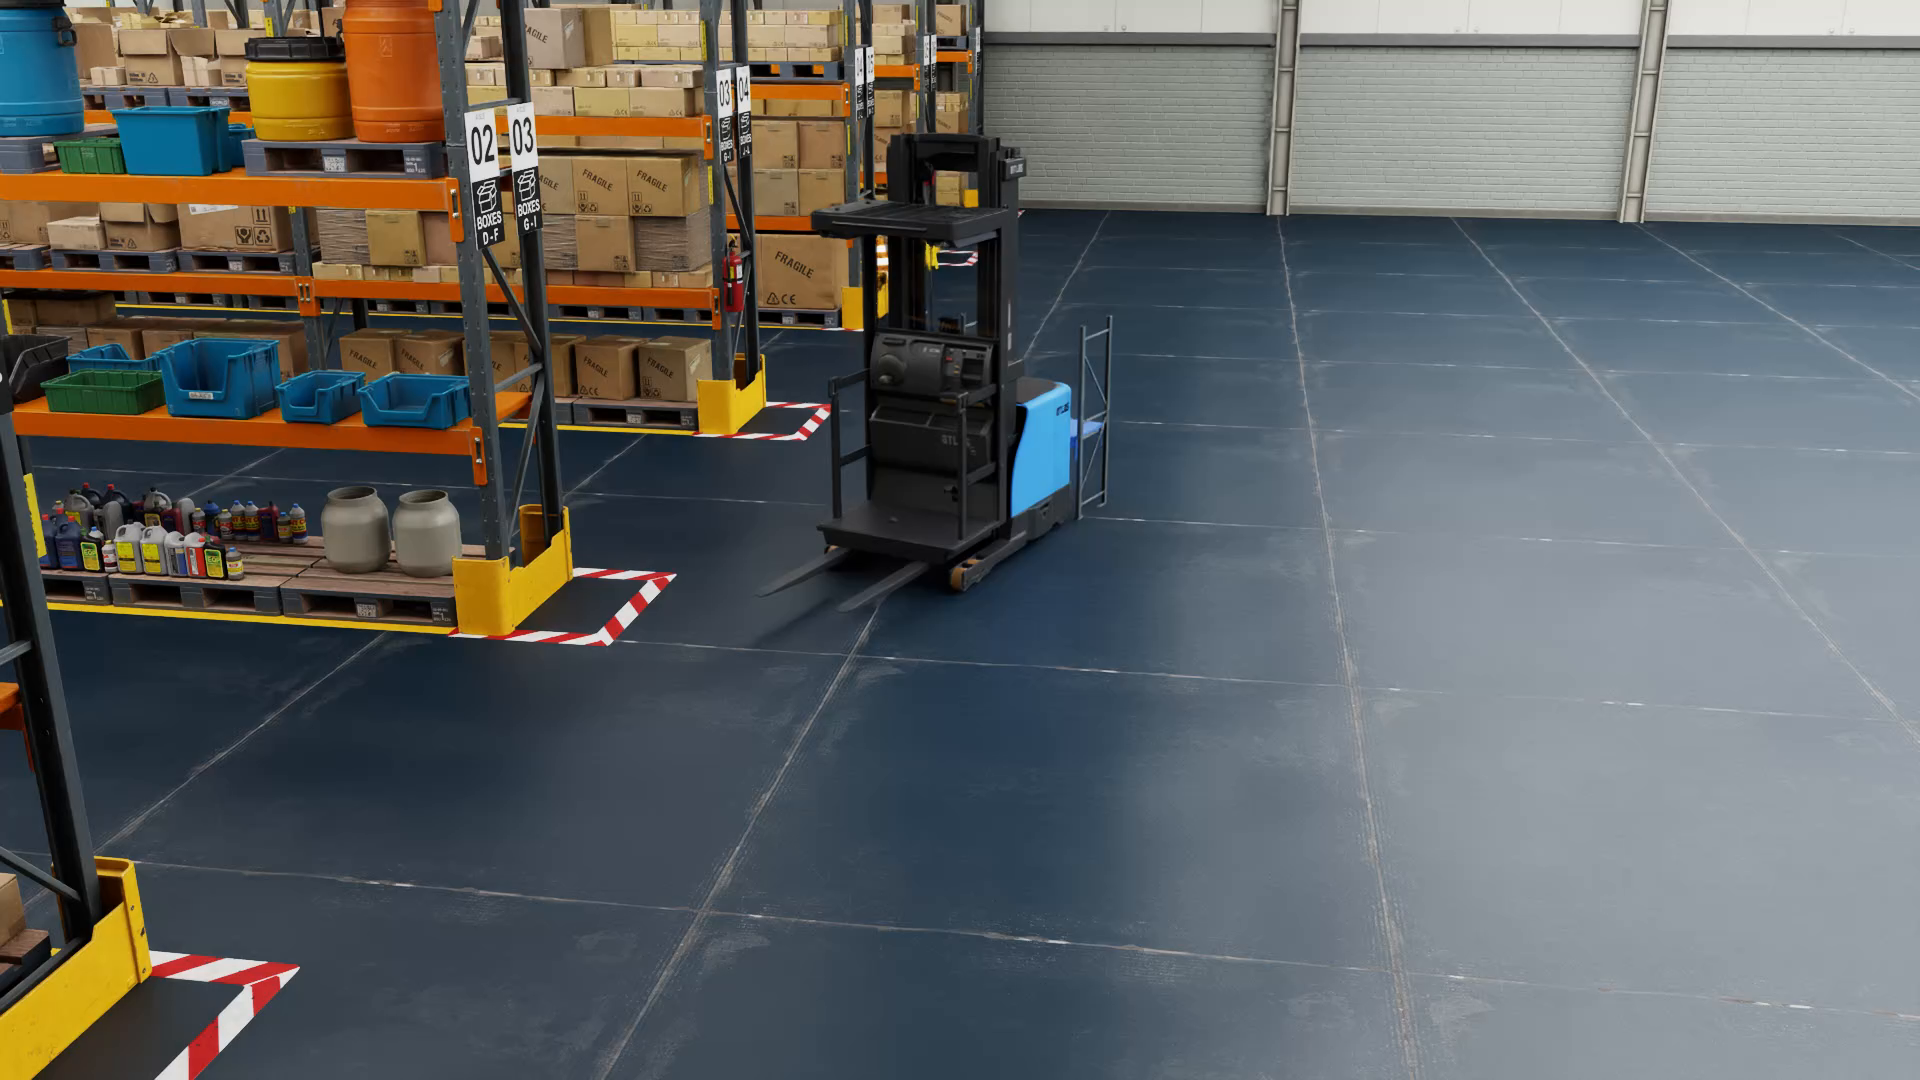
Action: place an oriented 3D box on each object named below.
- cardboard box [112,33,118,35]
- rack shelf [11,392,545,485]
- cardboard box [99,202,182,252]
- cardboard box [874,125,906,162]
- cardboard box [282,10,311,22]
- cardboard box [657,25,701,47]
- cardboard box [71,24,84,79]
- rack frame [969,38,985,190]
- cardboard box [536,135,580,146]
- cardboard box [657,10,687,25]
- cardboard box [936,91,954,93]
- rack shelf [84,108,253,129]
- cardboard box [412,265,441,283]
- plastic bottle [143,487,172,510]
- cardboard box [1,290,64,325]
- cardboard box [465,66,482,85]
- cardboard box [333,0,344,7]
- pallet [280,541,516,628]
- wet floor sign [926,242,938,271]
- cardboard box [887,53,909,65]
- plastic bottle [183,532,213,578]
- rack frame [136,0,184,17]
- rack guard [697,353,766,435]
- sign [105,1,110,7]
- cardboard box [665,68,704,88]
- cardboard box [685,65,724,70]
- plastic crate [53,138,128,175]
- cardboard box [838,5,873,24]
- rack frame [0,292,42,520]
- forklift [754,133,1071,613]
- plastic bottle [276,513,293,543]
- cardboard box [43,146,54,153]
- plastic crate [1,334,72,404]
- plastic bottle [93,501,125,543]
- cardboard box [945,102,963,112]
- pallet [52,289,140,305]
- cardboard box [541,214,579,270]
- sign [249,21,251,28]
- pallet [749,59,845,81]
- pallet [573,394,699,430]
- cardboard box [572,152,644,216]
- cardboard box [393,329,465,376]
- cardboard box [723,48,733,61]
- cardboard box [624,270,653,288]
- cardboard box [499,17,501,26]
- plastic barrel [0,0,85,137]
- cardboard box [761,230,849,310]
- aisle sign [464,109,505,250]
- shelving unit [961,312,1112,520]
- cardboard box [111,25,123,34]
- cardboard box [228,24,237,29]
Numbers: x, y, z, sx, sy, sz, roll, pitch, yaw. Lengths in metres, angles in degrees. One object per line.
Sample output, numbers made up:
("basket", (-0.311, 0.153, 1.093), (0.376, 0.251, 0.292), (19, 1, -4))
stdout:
("cardboard box", (-10.589, -6.146, 21.060), (0.500, 0.500, 0.500), (3, 19, 9))
("rack shelf", (-4.826, -0.774, 11.023), (4.000, 0.370, 1.077), (3, 19, 9))
("cardboard box", (-7.741, -3.074, 15.939), (0.637, 0.503, 0.797), (5, 19, 14))
("cardboard box", (-1.073, -5.800, 24.285), (0.500, 0.500, 0.500), (3, 19, 8))
("cardboard box", (-12.095, -9.510, 30.250), (0.500, 0.250, 0.500), (3, 19, 9))
("cardboard box", (-3.193, -5.868, 19.333), (0.500, 0.250, 0.500), (3, 19, 9))
("cardboard box", (-8.543, -4.522, 15.418), (0.500, 0.500, 0.500), (2, 19, 7))
("rack frame", (0.290, -7.226, 29.173), (0.127, 3.000, 1.000), (3, 19, 9))
("cardboard box", (-4.770, -4.870, 20.193), (0.550, 0.550, 0.875), (3, 19, 9))
("cardboard box", (-3.321, -6.043, 19.229), (0.250, 0.149, 0.380), (3, 19, 8))
("cardboard box", (-0.260, -7.839, 29.356), (0.250, 0.149, 0.380), (4, 19, 11))
("rack shelf", (-7.990, -3.950, 15.786), (4.000, 0.370, 1.077), (3, 19, 9))
("cardboard box", (-4.866, -2.488, 15.407), (0.250, 0.149, 0.380), (3, 19, 9))
("plastic bottle", (-5.611, -0.200, 11.656), (0.185, 0.351, 0.144), (3, 19, 8))
("cardboard box", (-9.298, -2.323, 16.584), (0.500, 0.250, 0.500), (4, 19, 11))
("cardboard box", (-4.449, -4.141, 14.834), (0.250, 0.149, 0.380), (3, 19, 8))
("cardboard box", (-11.316, -9.593, 29.974), (0.258, 0.266, 0.396), (3, 19, 8))
("pallet", (-3.735, 0.276, 11.145), (1.213, 0.211, 1.003), (3, 19, 9))
("wet floor sign", (-0.476, -4.210, 23.868), (0.232, 0.644, 0.267), (10, 21, 27))
("cardboard box", (-0.890, -6.905, 23.880), (0.250, 0.149, 0.380), (3, 19, 9))
("plastic bottle", (-4.978, 0.092, 10.900), (0.135, 0.276, 0.152), (3, 19, 9))
("rack frame", (-12.342, -9.120, 25.378), (0.127, 3.000, 1.000), (3, 19, 9))
("rack guard", (-2.141, -1.385, 15.654), (0.348, 0.500, 1.175), (3, 19, 9))
("sign", (-15.593, -9.698, 30.457), (0.005, 0.325, 0.100), (3, 19, 9))
("cardboard box", (-2.389, -4.023, 14.480), (0.250, 0.149, 0.380), (3, 19, 9))
("cardboard box", (-2.301, -4.193, 14.988), (0.250, 0.149, 0.380), (3, 19, 8))
("plastic crate", (-5.286, -2.373, 10.275), (0.450, 0.188, 0.336), (3, 19, 9))
("cardboard box", (-1.753, -9.014, 28.808), (0.637, 0.503, 0.797), (4, 19, 10))
("rack frame", (-6.800, -1.216, 11.210), (0.127, 3.000, 1.000), (3, 19, 9))
("forklift", (-0.297, -1.205, 11.284), (1.130, 2.935, 3.031), (10, 21, 27))
("plastic bottle", (-4.694, -0.090, 11.562), (0.097, 0.201, 0.097), (0, 18, 0))
("cardboard box", (-11.434, -4.853, 20.875), (0.250, 0.149, 0.380), (4, 19, 11))
("plastic crate", (-6.304, -1.120, 11.022), (0.504, 0.338, 0.767), (3, 19, 9))
("plastic bottle", (-5.928, -0.133, 11.574), (0.135, 0.276, 0.152), (3, 19, 9))
("cardboard box", (-0.097, -7.511, 28.844), (0.250, 0.149, 0.380), (3, 19, 9))
("pallet", (-11.050, -3.297, 21.825), (1.213, 0.211, 1.003), (3, 19, 9))
("cardboard box", (-3.604, -2.817, 15.370), (0.500, 0.500, 0.875), (3, 19, 9))
("sign", (-8.982, -6.396, 21.026), (0.005, 0.325, 0.100), (3, 19, 9))
("pallet", (-1.913, -5.530, 19.515), (1.213, 0.211, 1.003), (3, 19, 9))
("pallet", (-2.937, -1.300, 15.855), (1.213, 0.211, 1.003), (3, 19, 9))
("cardboard box", (-3.142, -3.203, 14.945), (0.500, 0.500, 0.500), (3, 19, 9))
("cardboard box", (-5.060, -1.722, 16.001), (0.500, 0.500, 0.500), (9, 21, 26))
("cardboard box", (-2.566, -5.627, 19.242), (0.250, 0.149, 0.380), (3, 19, 8))
("cardboard box", (-2.881, -2.406, 15.163), (0.250, 0.149, 0.380), (3, 19, 9))
("cardboard box", (-7.995, -9.235, 29.588), (0.250, 0.149, 0.380), (4, 19, 10))
("plastic barrel", (-5.835, -2.992, 10.338), (0.708, 0.901, 0.600), (3, 19, 9))
("cardboard box", (-1.859, -3.320, 20.185), (0.875, 0.875, 0.875), (3, 19, 9))
("aisle sign", (-2.827, -2.151, 9.907), (0.004, 0.787, 0.394), (3, 19, 9))
("shelving unit", (0.583, -1.016, 12.974), (1.048, 1.500, 0.538), (10, 21, 28))
("cardboard box", (-13.023, -7.812, 25.589), (0.258, 0.266, 0.396), (4, 19, 10))
("cardboard box", (-11.438, -7.876, 25.865), (0.500, 0.311, 0.500), (3, 19, 9))
